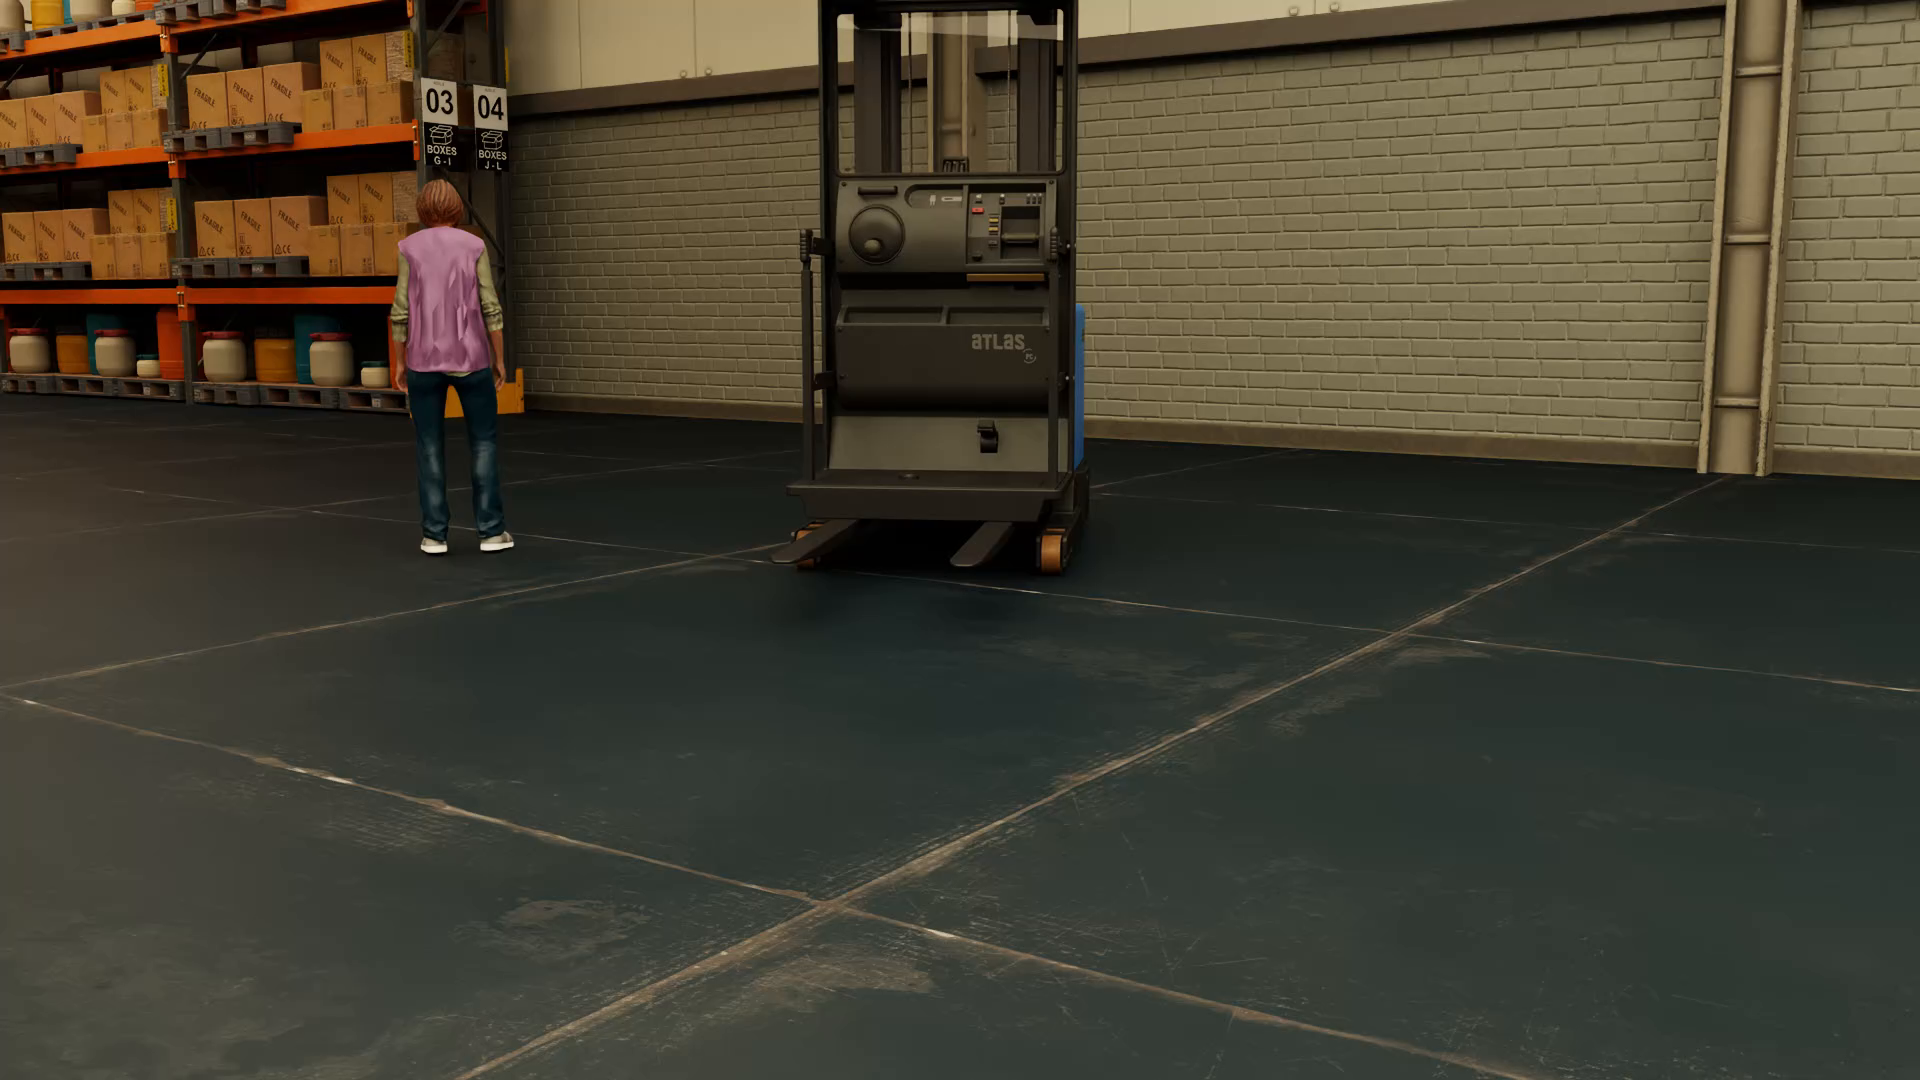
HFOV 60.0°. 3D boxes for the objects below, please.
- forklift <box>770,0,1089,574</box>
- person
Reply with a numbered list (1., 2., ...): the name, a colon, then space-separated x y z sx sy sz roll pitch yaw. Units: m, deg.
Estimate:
1. forklift: -0.085 -1.364 6.783 1.130 2.935 3.031 1 8 8
2. person: -2.182 -0.733 7.116 0.465 1.590 0.348 -2 8 -13
